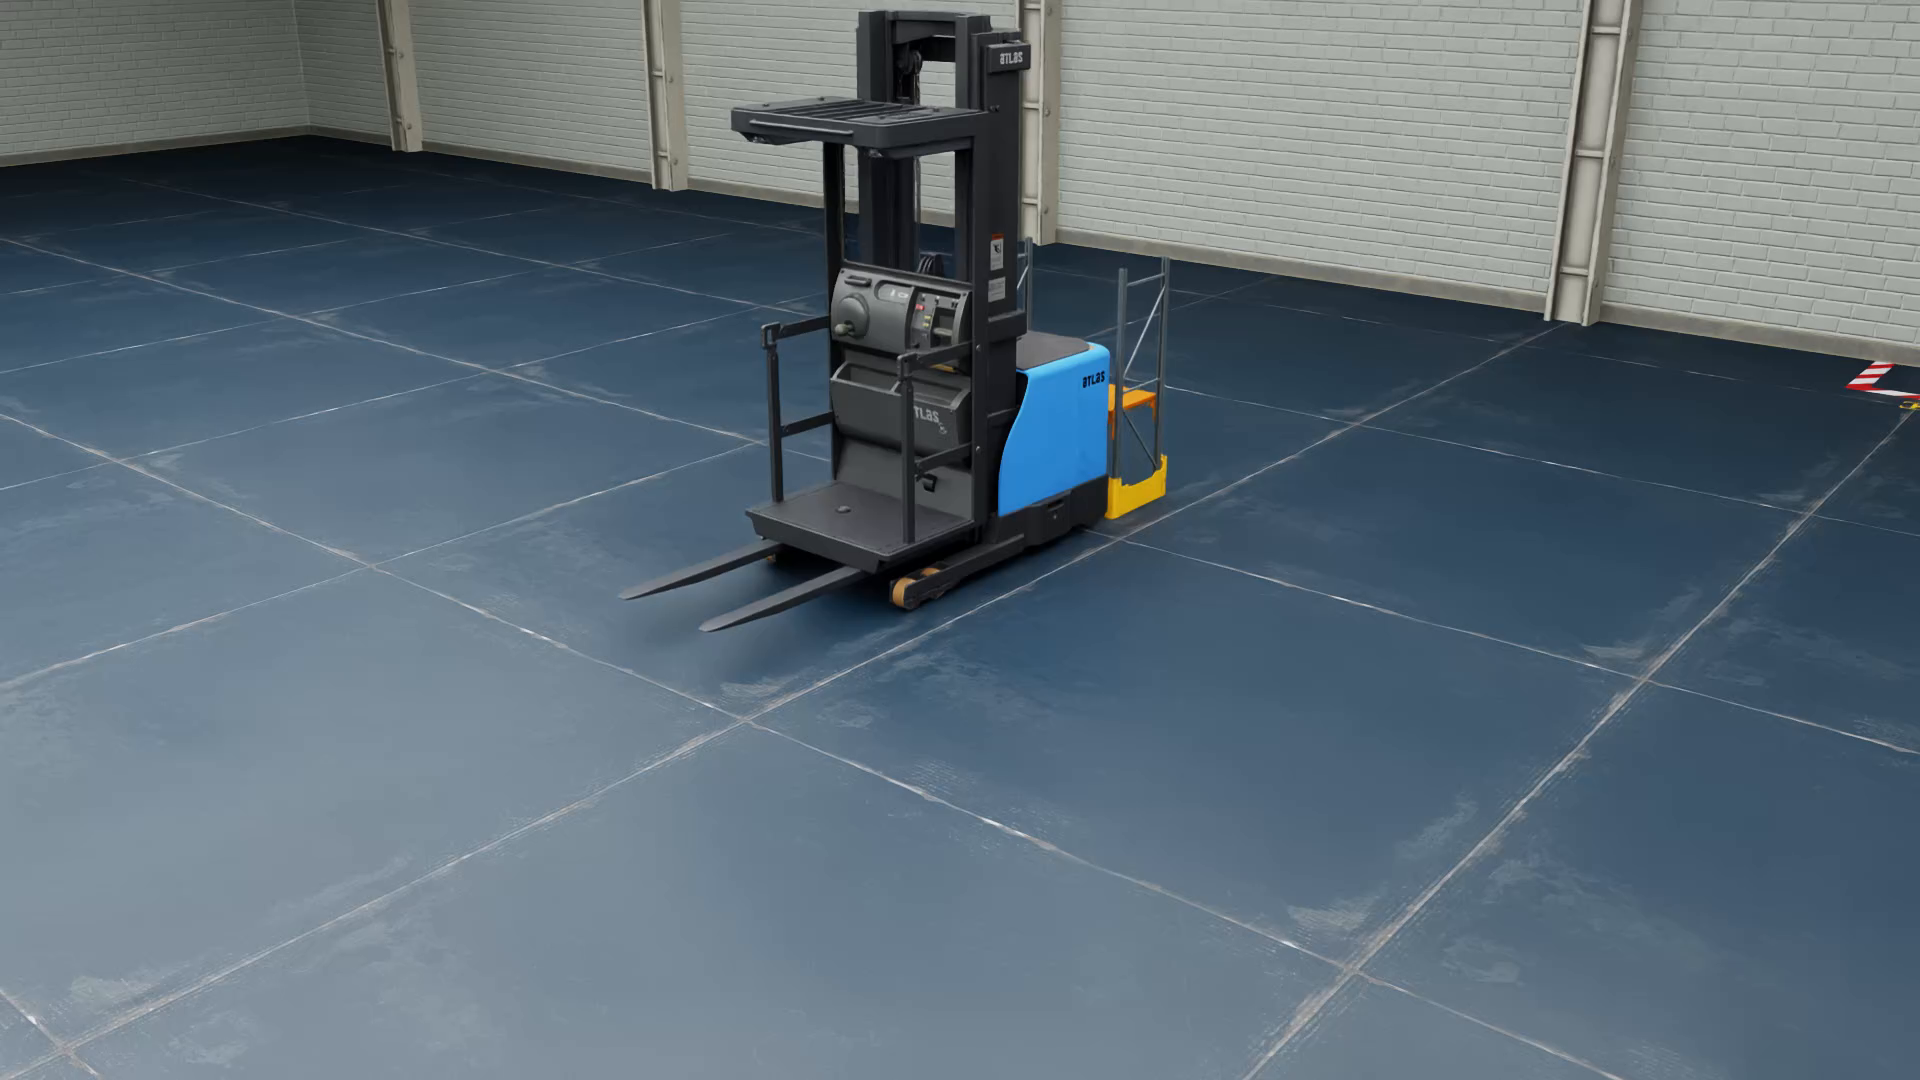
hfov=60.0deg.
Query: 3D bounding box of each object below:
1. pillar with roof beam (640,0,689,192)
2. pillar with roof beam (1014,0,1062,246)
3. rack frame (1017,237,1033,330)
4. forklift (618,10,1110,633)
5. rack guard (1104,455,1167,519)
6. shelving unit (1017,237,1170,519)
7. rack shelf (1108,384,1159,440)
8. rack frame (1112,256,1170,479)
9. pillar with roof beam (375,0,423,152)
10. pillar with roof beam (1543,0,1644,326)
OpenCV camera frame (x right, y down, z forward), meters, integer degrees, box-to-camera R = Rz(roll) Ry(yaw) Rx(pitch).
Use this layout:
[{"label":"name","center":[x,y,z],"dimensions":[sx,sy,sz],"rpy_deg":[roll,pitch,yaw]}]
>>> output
[{"label":"pillar with roof beam","center":[-6.544,-7.679,17.279],"dimensions":[0.400,9.000,9.100],"rpy_deg":[16,26,36]},{"label":"pillar with roof beam","center":[-1.895,-6.341,13.729],"dimensions":[0.400,9.000,9.100],"rpy_deg":[16,26,36]},{"label":"rack frame","center":[0.290,-1.143,10.572],"dimensions":[0.032,1.500,0.500],"rpy_deg":[16,26,36]},{"label":"forklift","center":[-0.464,-1.207,8.716],"dimensions":[1.130,2.935,3.031],"rpy_deg":[17,27,38]},{"label":"rack guard","center":[1.079,-0.332,10.195],"dimensions":[0.087,0.250,0.587],"rpy_deg":[16,26,36]},{"label":"shelving unit","center":[0.692,-1.028,10.267],"dimensions":[1.083,1.500,0.587],"rpy_deg":[16,26,36]},{"label":"rack shelf","center":[0.685,-0.861,10.336],"dimensions":[1.000,0.185,0.538],"rpy_deg":[16,26,36]},{"label":"rack frame","center":[1.080,-0.917,9.973],"dimensions":[0.032,1.500,0.500],"rpy_deg":[16,26,36]},{"label":"pillar with roof beam","center":[-11.192,-9.018,20.829],"dimensions":[0.400,9.000,9.100],"rpy_deg":[16,26,36]},{"label":"pillar with roof beam","center":[2.753,-5.002,10.179],"dimensions":[0.400,9.000,9.100],"rpy_deg":[16,26,36]}]
